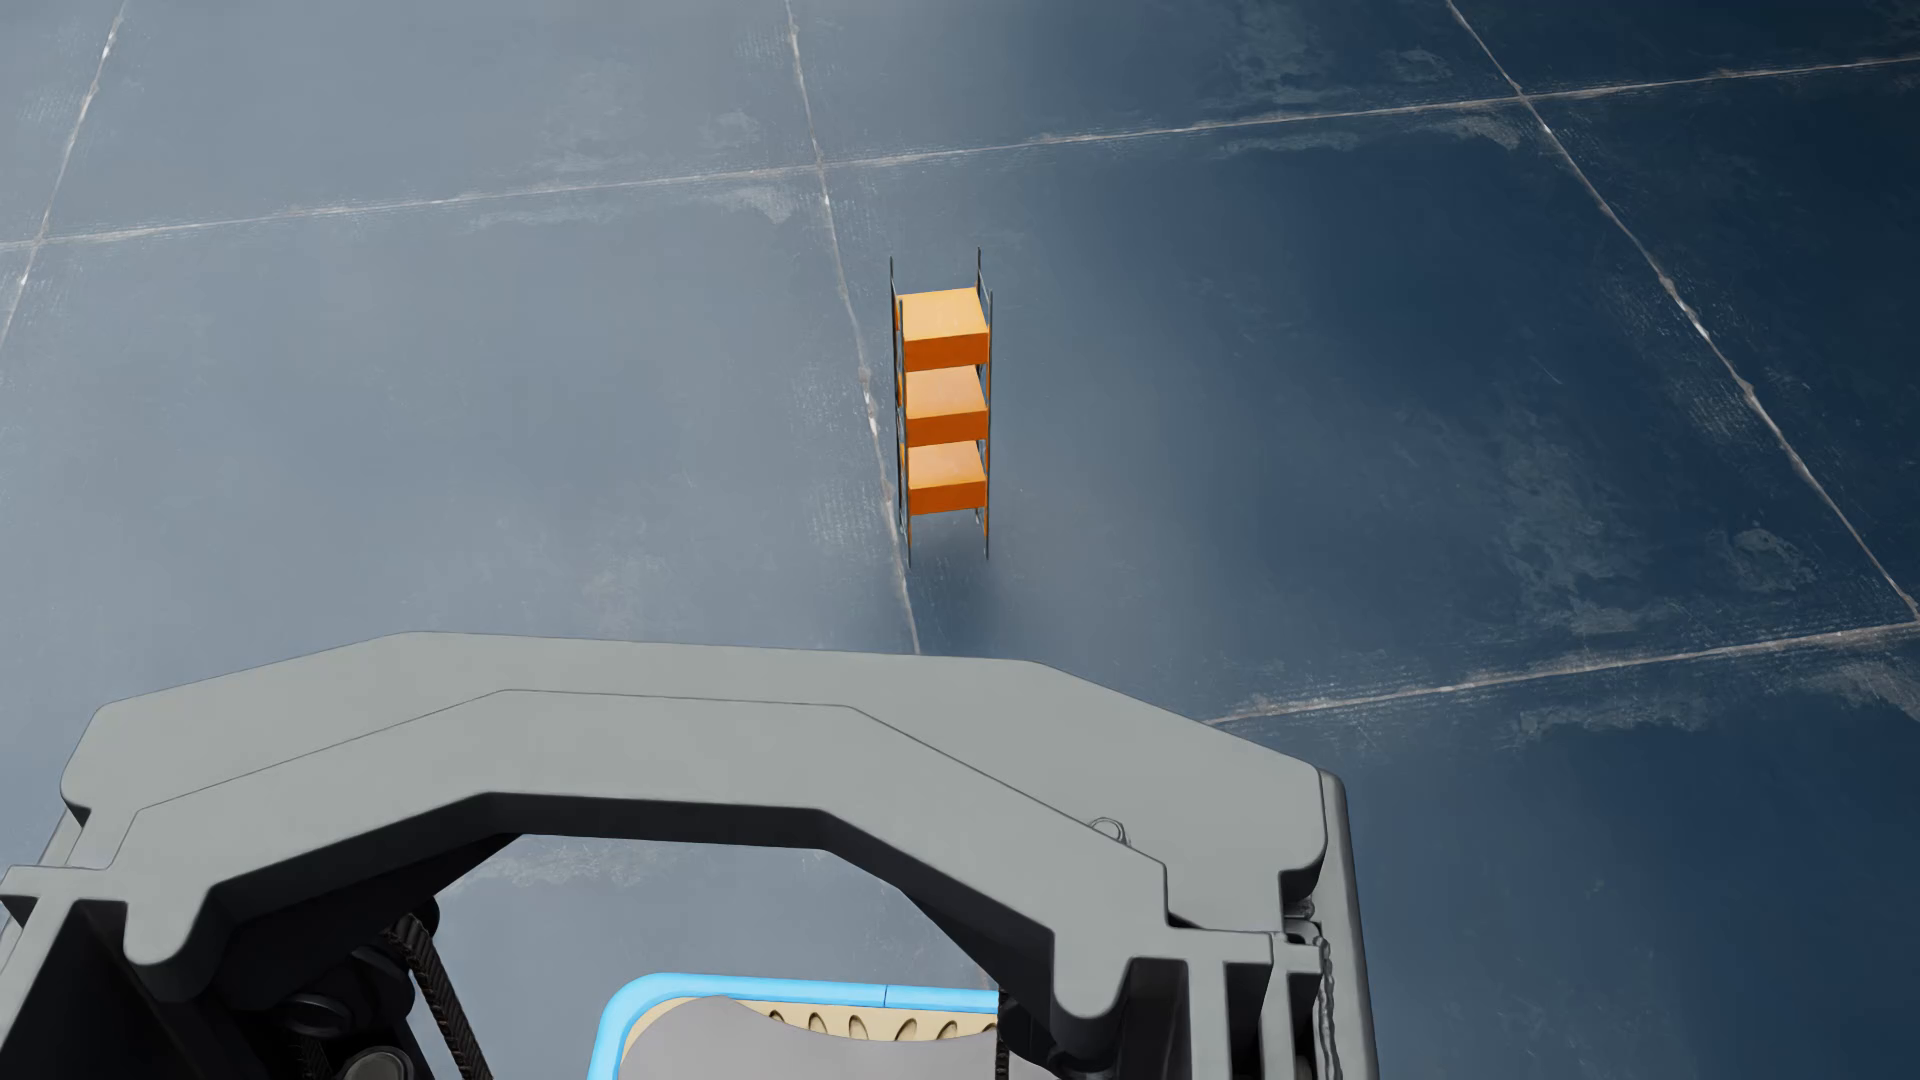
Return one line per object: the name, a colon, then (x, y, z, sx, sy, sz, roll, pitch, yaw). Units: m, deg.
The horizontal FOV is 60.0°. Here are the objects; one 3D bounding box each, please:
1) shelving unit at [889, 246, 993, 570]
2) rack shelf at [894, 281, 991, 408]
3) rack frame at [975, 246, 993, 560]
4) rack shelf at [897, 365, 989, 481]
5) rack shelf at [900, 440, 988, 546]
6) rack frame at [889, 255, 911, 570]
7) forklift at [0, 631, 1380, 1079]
shelving unit: (-0.053, -0.358, 4.866, 0.252, 1.050, 0.215, -7, 46, -7)
rack shelf: (-0.053, -0.547, 4.669, 0.240, 0.259, 0.215, -7, 46, -7)
rack frame: (0.067, -0.373, 4.880, 0.008, 1.050, 0.200, -7, 46, -7)
rack shelf: (-0.053, -0.350, 4.873, 0.240, 0.259, 0.215, -7, 46, -7)
rack shelf: (-0.053, -0.158, 5.073, 0.240, 0.259, 0.215, -7, 46, -7)
rack frame: (-0.173, -0.343, 4.851, 0.008, 1.050, 0.200, -7, 46, -7)
forklift: (-0.224, 1.593, 1.680, 1.130, 2.935, 3.031, 3, 46, 2)
